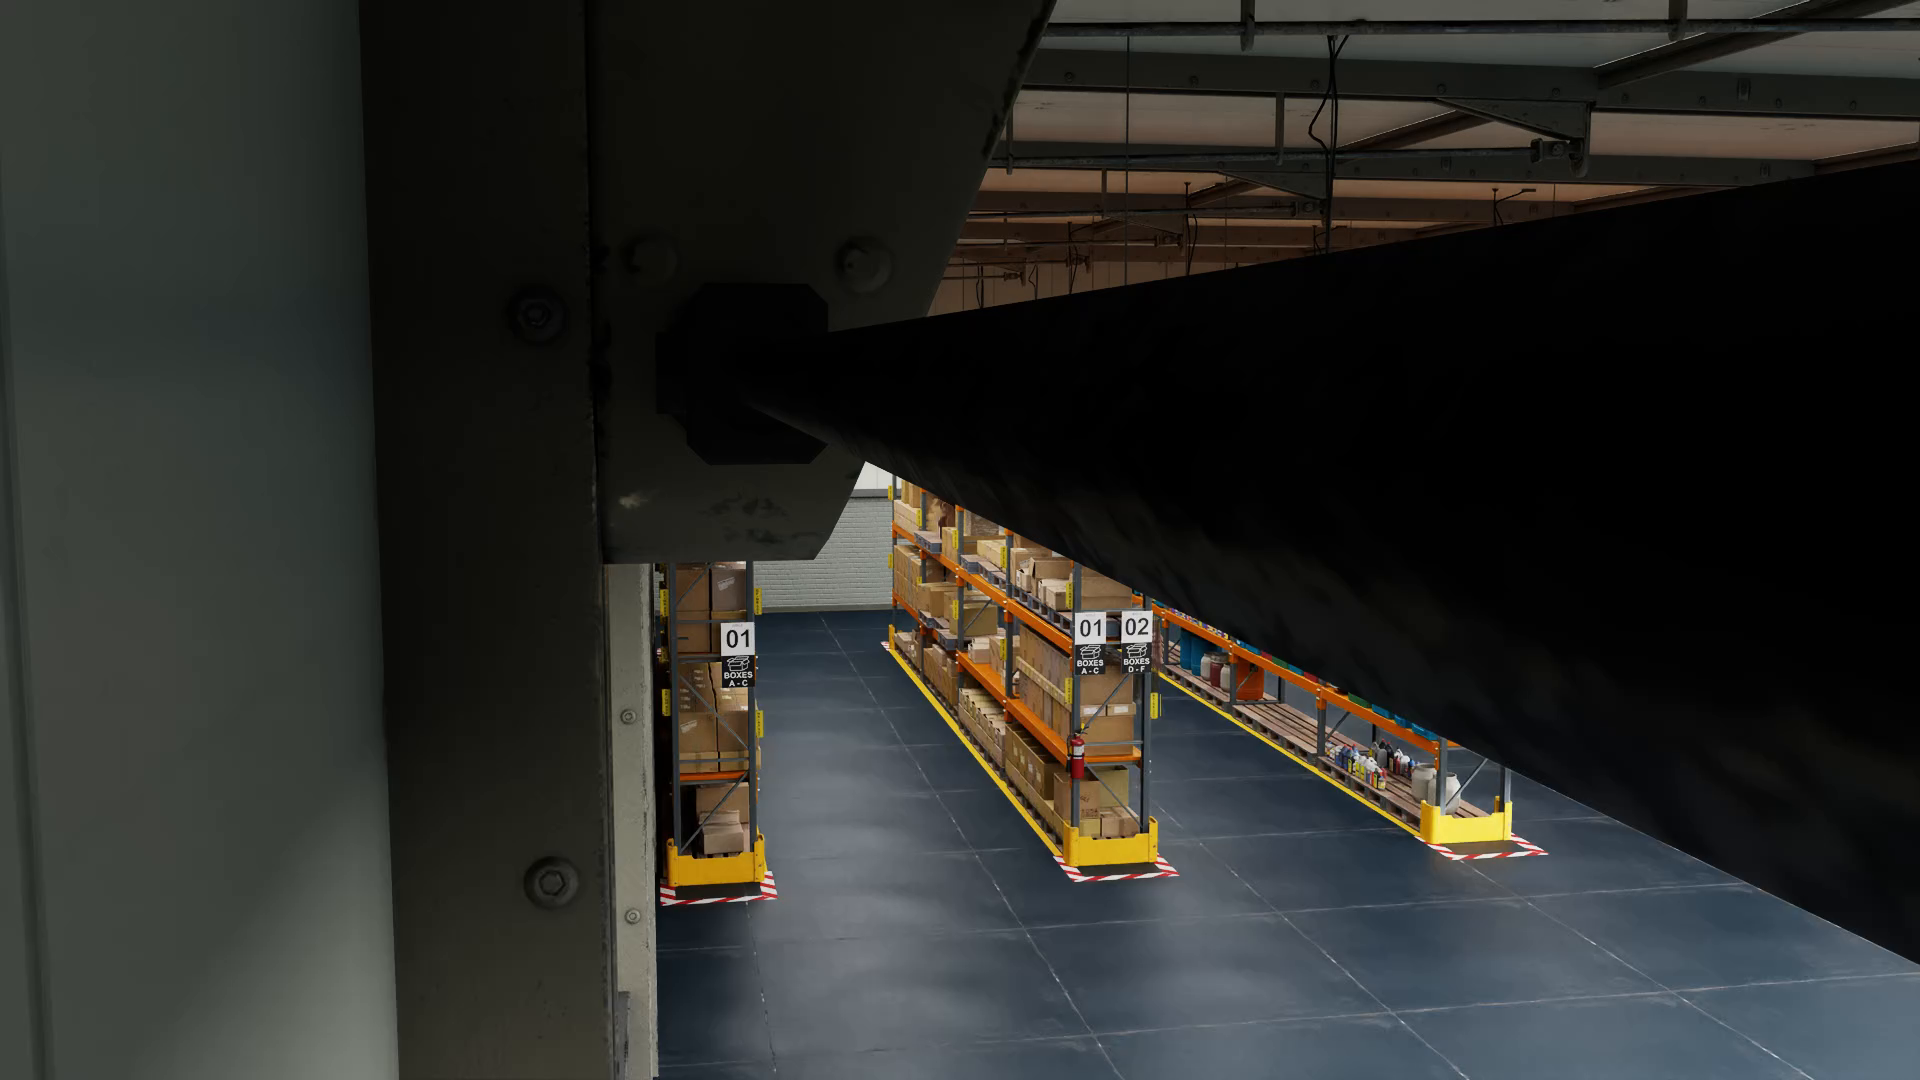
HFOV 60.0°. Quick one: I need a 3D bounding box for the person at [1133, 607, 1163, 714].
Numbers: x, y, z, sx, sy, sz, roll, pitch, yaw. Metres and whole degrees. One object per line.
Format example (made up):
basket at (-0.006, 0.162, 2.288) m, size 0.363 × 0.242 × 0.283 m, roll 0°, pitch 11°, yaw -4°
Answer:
person at (3.245, 2.046, 28.785) m, size 0.685 × 1.850 × 0.796 m, roll -2°, pitch 7°, yaw -21°
